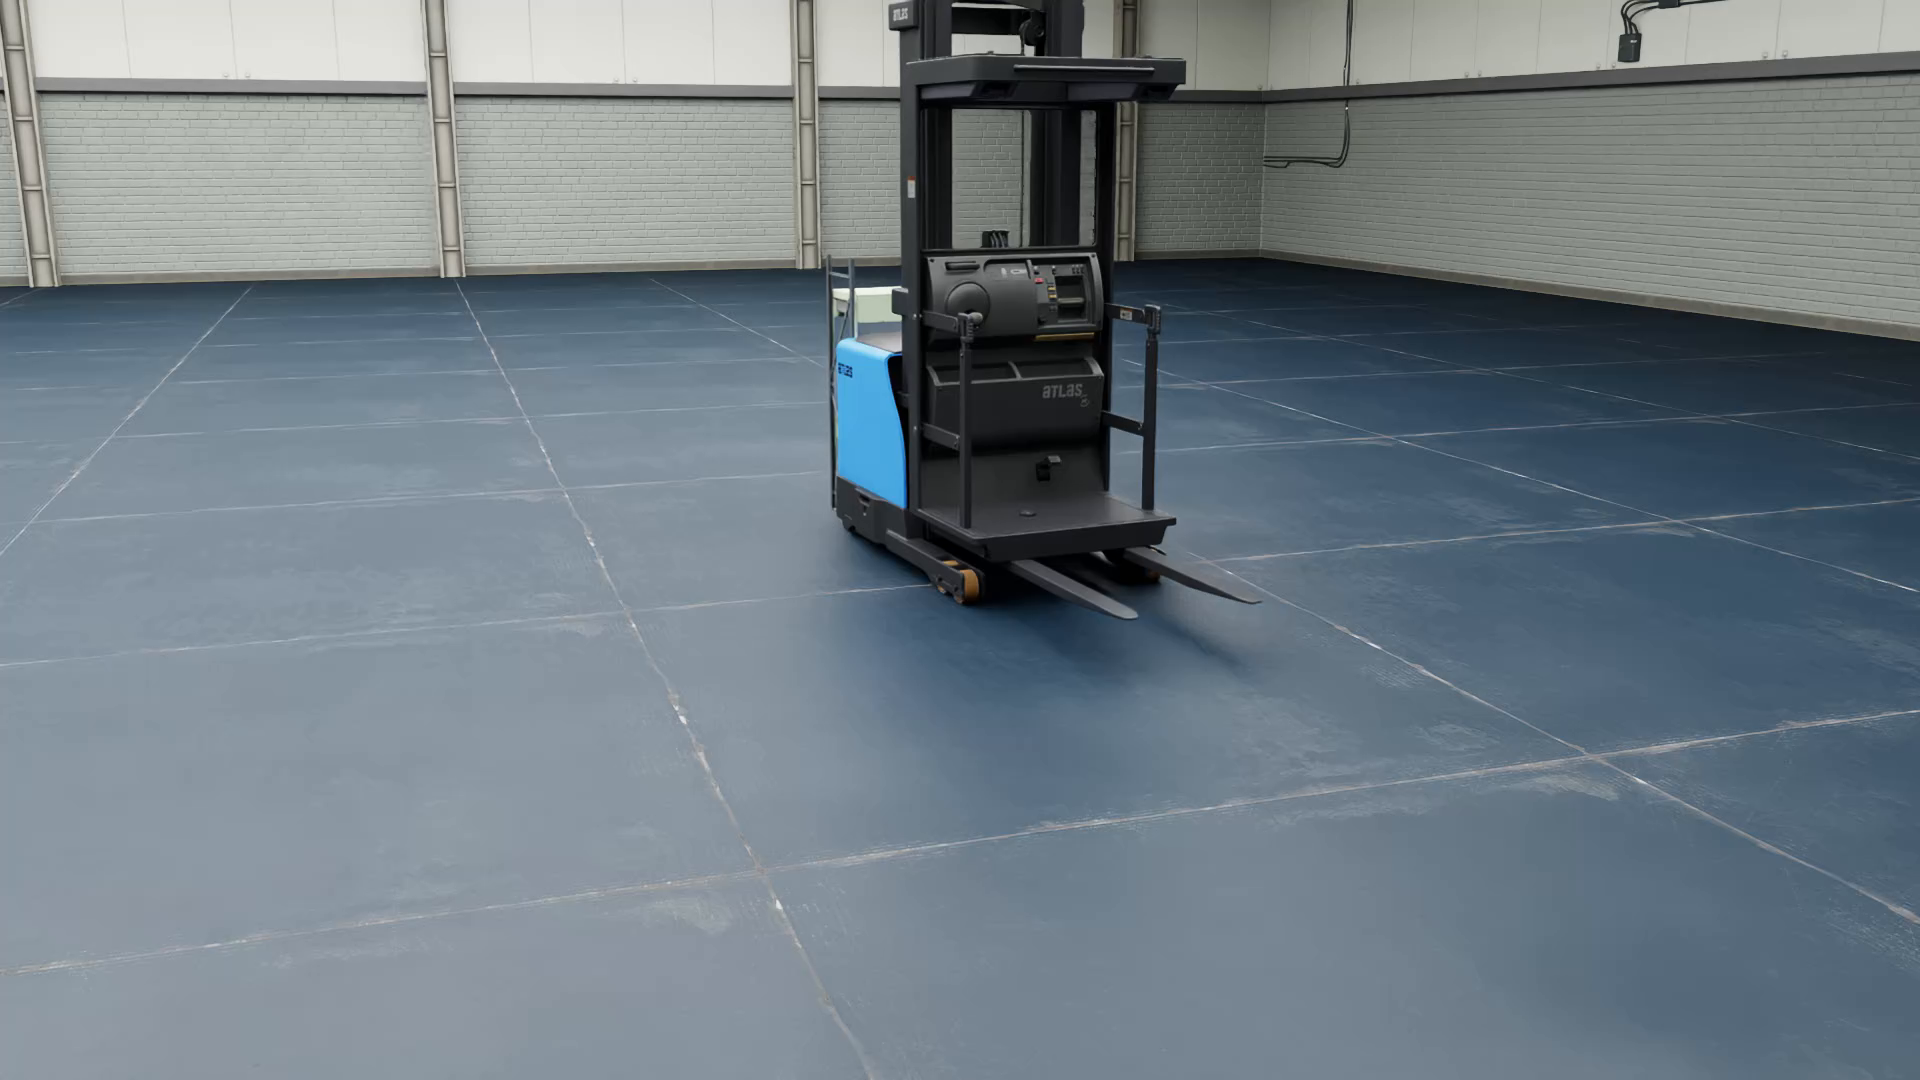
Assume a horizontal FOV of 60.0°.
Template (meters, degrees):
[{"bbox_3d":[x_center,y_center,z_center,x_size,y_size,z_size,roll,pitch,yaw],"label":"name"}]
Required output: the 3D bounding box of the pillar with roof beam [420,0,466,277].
[{"bbox_3d":[-6.981,-7.777,22.393,0.400,9.000,9.100,-4,14,-18],"label":"pillar with roof beam"}]

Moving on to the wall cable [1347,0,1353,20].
[{"bbox_3d":[7.096,-9.888,27.061,0.112,2.526,3.097,-4,14,-18],"label":"wall cable"}]

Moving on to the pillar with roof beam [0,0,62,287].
[{"bbox_3d":[-12.667,-7.335,20.532,0.400,9.000,9.100,-4,14,-18],"label":"pillar with roof beam"}]

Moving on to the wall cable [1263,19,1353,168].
[{"bbox_3d":[6.233,-8.024,30.140,0.112,2.526,3.097,-4,14,-18],"label":"wall cable"}]

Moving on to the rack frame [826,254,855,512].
[{"bbox_3d":[-0.679,-0.876,9.583,0.023,1.500,0.400,-6,15,-24],"label":"rack frame"}]

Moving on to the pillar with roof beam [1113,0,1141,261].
[{"bbox_3d":[4.393,-8.663,26.117,0.400,9.000,9.100,-4,14,-18],"label":"pillar with roof beam"}]

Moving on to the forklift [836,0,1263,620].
[{"bbox_3d":[0.367,-1.236,8.007,1.130,2.935,3.031,-6,15,-23],"label":"forklift"}]

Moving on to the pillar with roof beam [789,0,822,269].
[{"bbox_3d":[-1.294,-8.220,24.255,0.400,9.000,9.100,-4,14,-18],"label":"pillar with roof beam"}]

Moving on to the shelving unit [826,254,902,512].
[{"bbox_3d":[-0.347,-0.911,9.732,0.755,1.500,0.431,-6,15,-24],"label":"shelving unit"}]

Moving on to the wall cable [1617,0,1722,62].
[{"bbox_3d":[9.246,-9.106,20.629,0.169,6.003,2.305,-4,14,-18],"label":"wall cable"}]

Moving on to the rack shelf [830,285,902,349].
[{"bbox_3d":[-0.347,-1.291,9.642,0.720,0.370,0.431,-6,15,-24],"label":"rack shelf"}]

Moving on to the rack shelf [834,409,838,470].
[{"bbox_3d":[-0.347,-0.594,9.807,0.720,0.370,0.431,-6,15,-24],"label":"rack shelf"}]
